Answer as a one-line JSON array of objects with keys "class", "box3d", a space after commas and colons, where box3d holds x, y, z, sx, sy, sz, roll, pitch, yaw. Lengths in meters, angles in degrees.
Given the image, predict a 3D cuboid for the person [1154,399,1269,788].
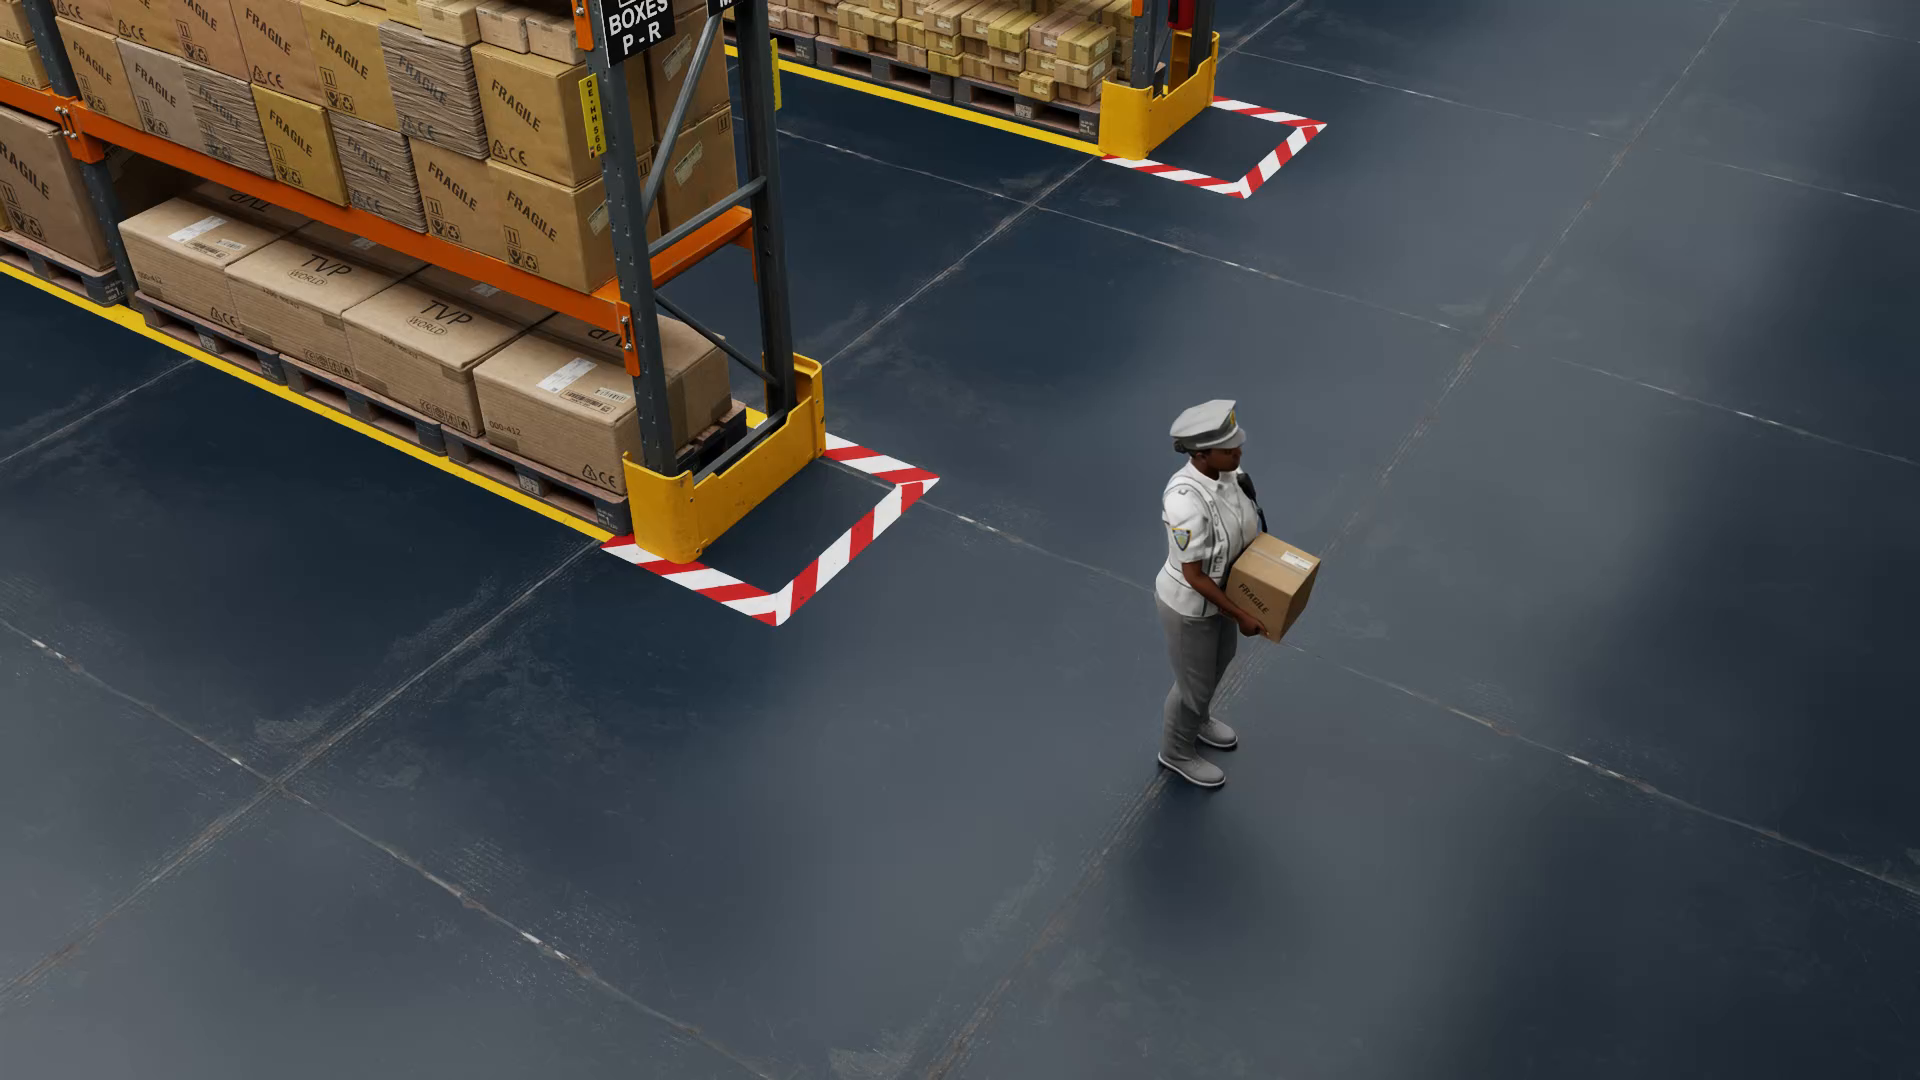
[{"class": "person", "box3d": [0.994, 0.230, 6.373, 0.530, 1.687, 0.451, 23, 44, 26]}]
